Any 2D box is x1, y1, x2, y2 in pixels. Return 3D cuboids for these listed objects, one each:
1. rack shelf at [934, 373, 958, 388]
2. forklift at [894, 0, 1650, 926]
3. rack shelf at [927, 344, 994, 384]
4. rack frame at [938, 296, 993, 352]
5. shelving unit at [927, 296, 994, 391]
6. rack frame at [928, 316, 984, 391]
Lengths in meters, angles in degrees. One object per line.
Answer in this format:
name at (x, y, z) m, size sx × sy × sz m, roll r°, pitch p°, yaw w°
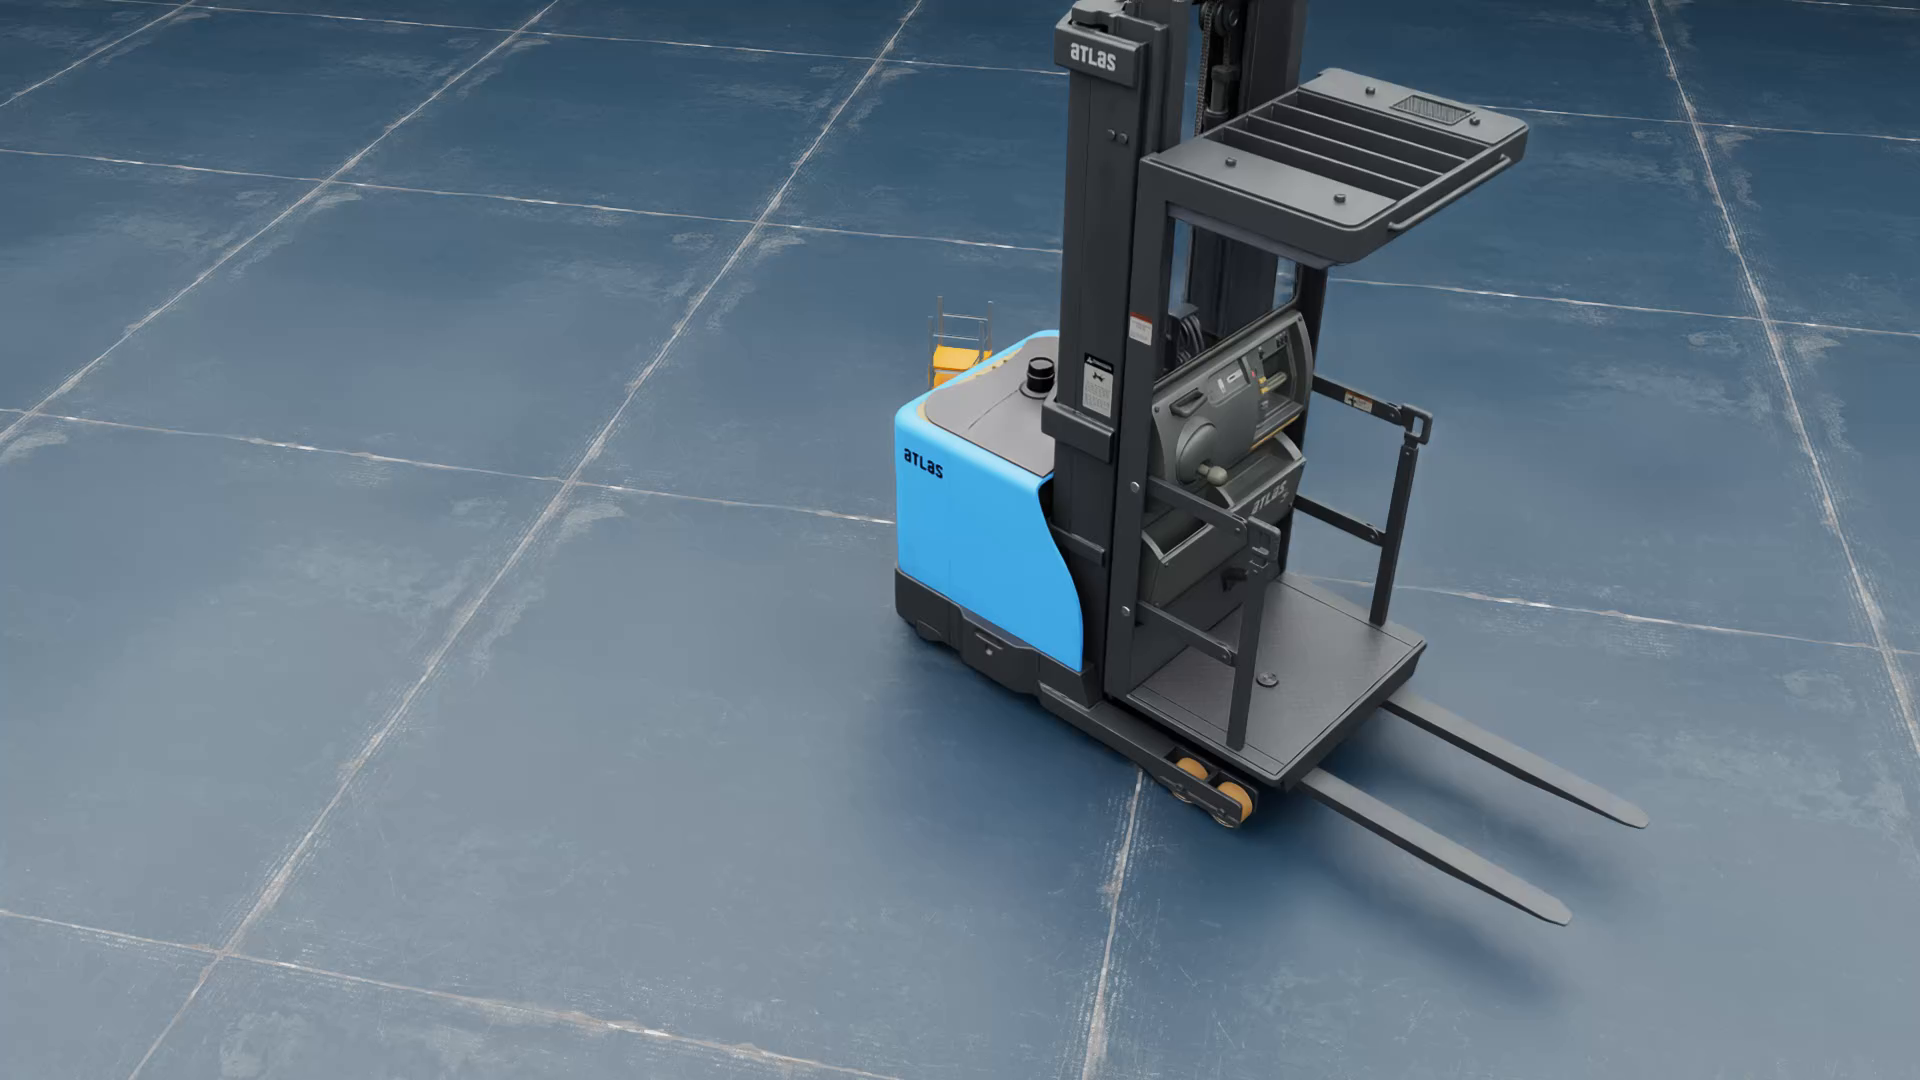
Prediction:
rack shelf at (0.003, -0.652, 7.295) m, size 0.258 × 0.103 × 0.180 m, roll 7°, pitch 37°, yaw 10°
forklift at (1.146, -0.457, 5.883) m, size 3.031 × 2.935 × 1.130 m, roll 28°, pitch 45°, yaw 33°
rack shelf at (0.003, -0.750, 7.224) m, size 0.258 × 0.103 × 0.180 m, roll 7°, pitch 37°, yaw 10°
rack frame at (0.023, -0.547, 7.482) m, size 0.240 × 1.200 × 0.006 m, roll 7°, pitch 37°, yaw 10°
shelving unit at (0.003, -0.494, 7.409) m, size 0.258 × 1.200 × 0.189 m, roll 7°, pitch 37°, yaw 10°
rack frame at (-0.016, -0.442, 7.337) m, size 0.240 × 1.200 × 0.006 m, roll 7°, pitch 37°, yaw 10°
